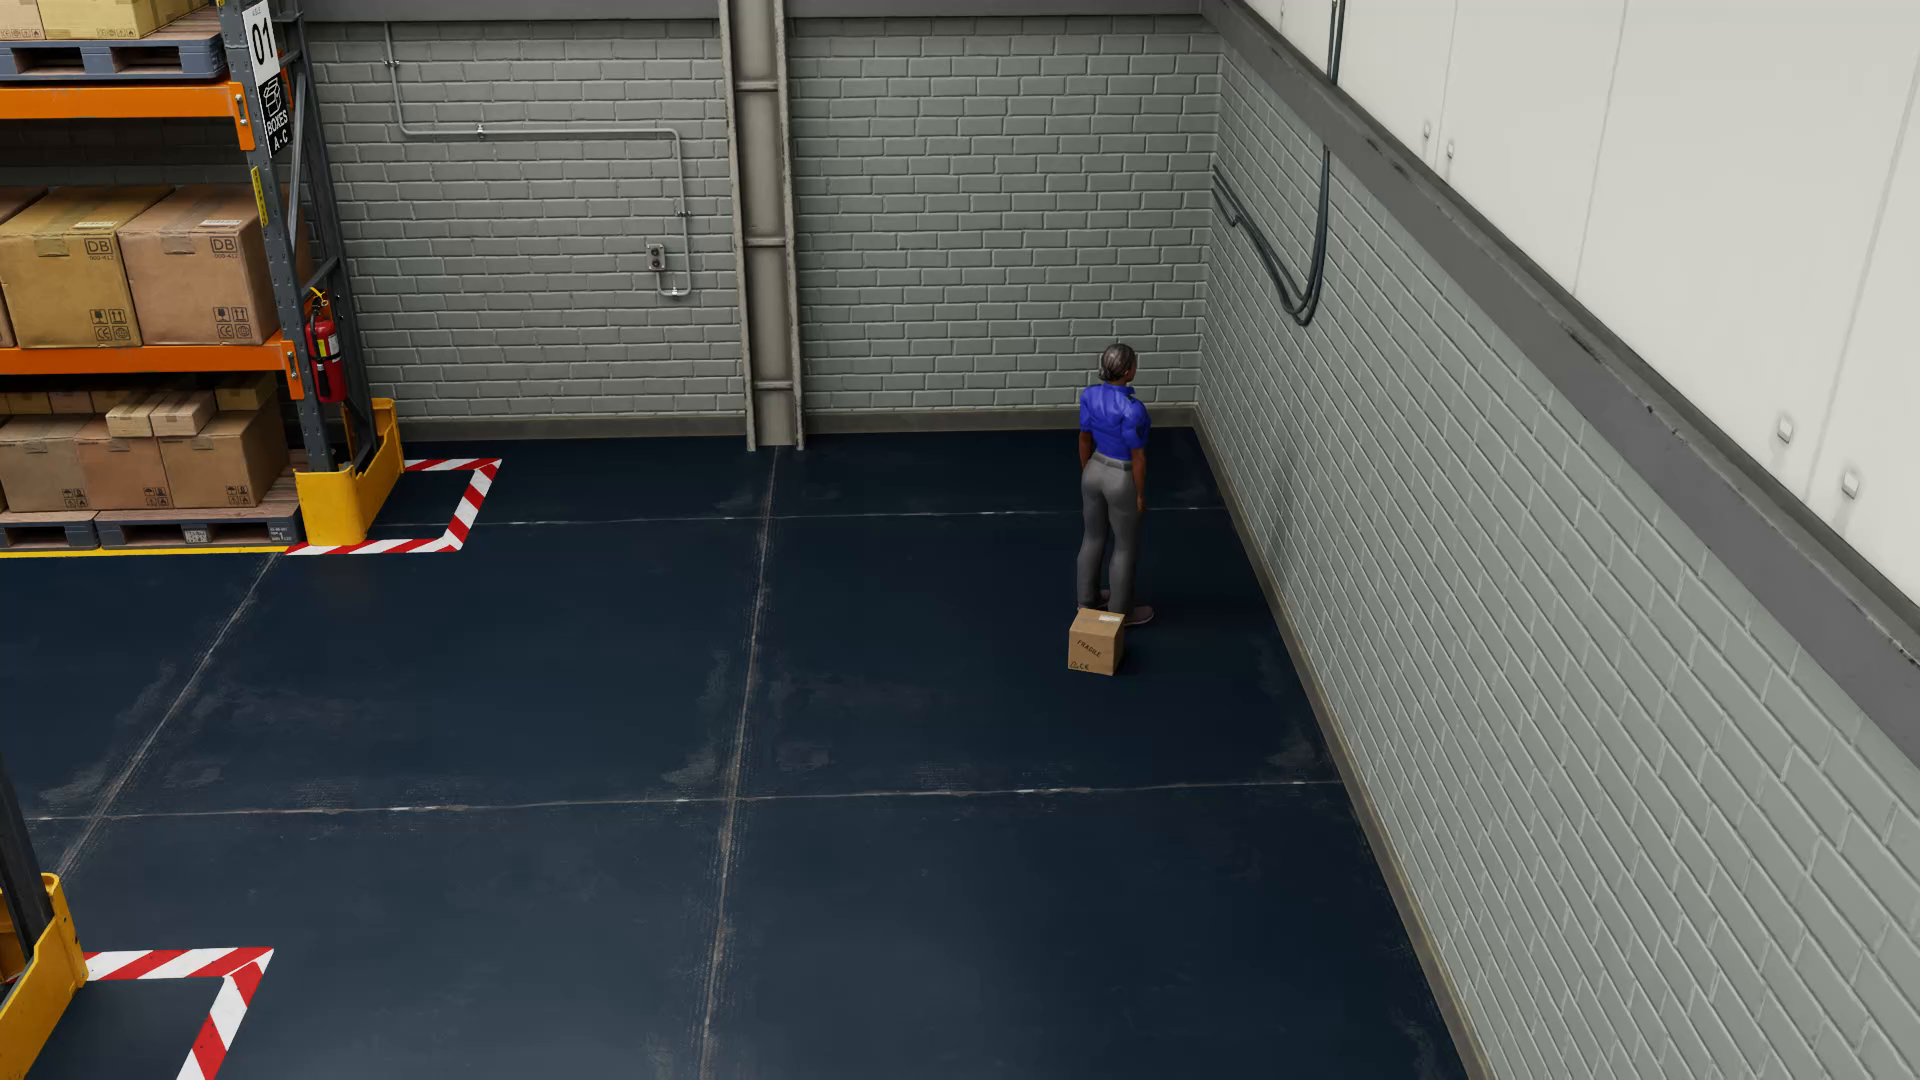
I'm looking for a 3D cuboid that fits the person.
[{"bbox_3d":[0.868,-0.311,9.213,0.324,1.662,0.446,-25,37,-39],"label":"person"}]
